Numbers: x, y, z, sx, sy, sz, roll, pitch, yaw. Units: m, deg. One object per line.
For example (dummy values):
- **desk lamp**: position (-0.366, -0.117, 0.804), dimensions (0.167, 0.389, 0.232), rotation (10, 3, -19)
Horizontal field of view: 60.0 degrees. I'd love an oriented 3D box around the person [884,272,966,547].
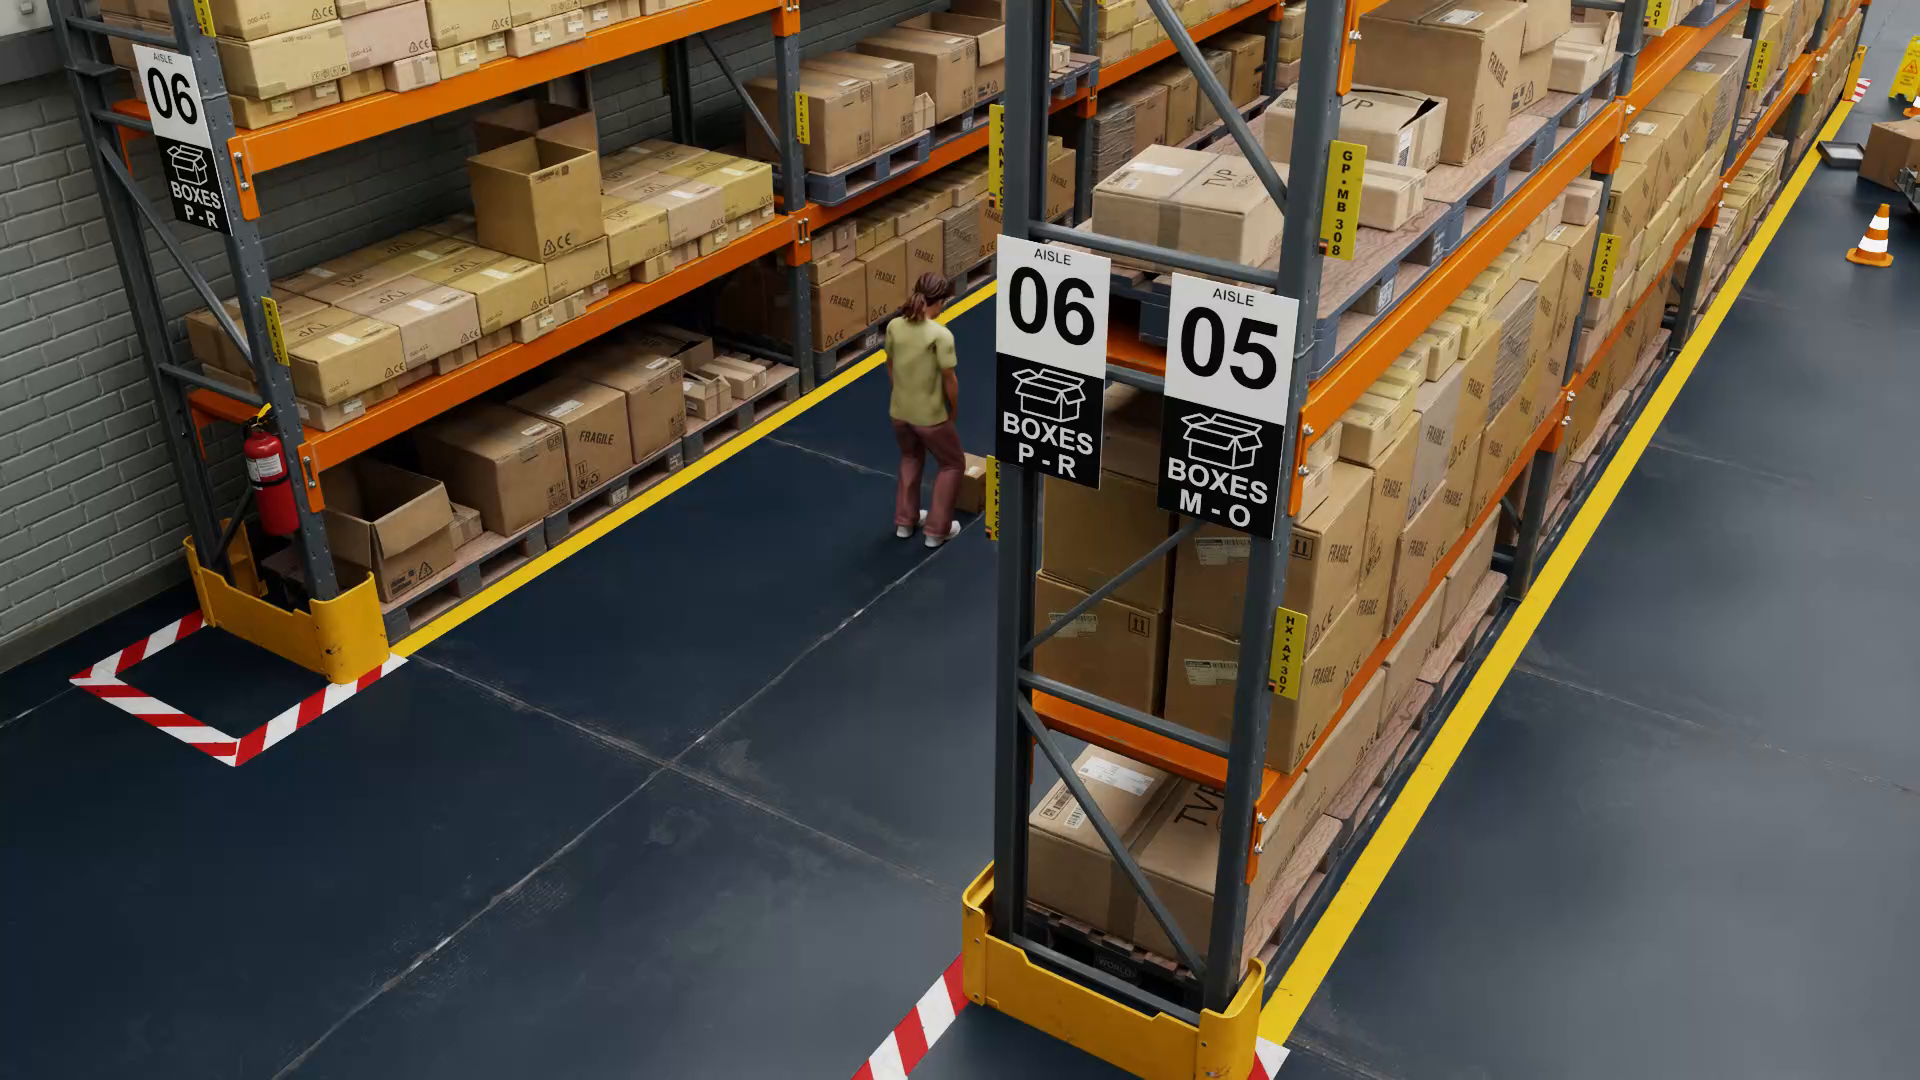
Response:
- **person**: position (-0.213, -0.741, 9.519), dimensions (0.478, 1.603, 0.426), rotation (19, 35, 28)
